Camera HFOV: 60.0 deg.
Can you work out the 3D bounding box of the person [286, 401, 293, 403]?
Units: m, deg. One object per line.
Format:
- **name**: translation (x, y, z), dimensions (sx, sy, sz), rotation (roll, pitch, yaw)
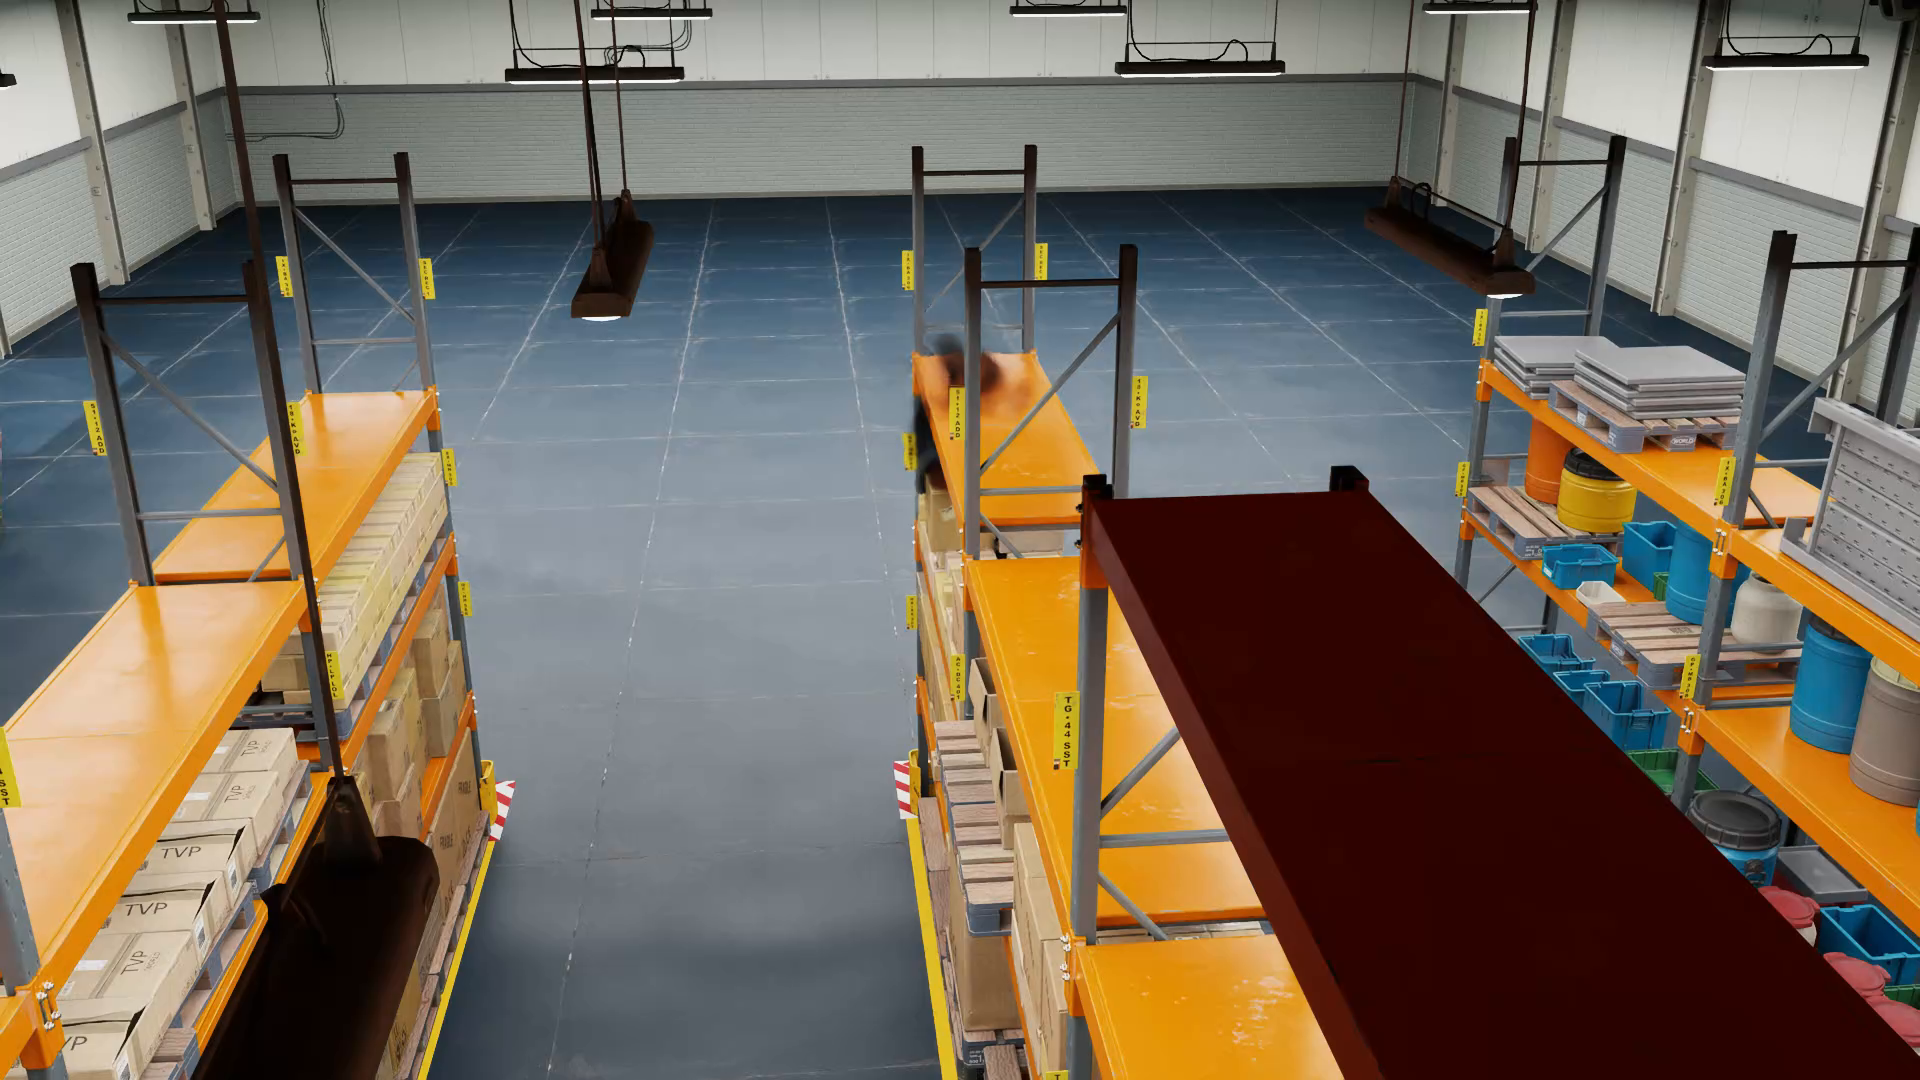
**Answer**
- **person**: translation (-8.706, -1.005, 21.880), dimensions (0.810, 1.711, 0.671), rotation (14, 26, 32)
